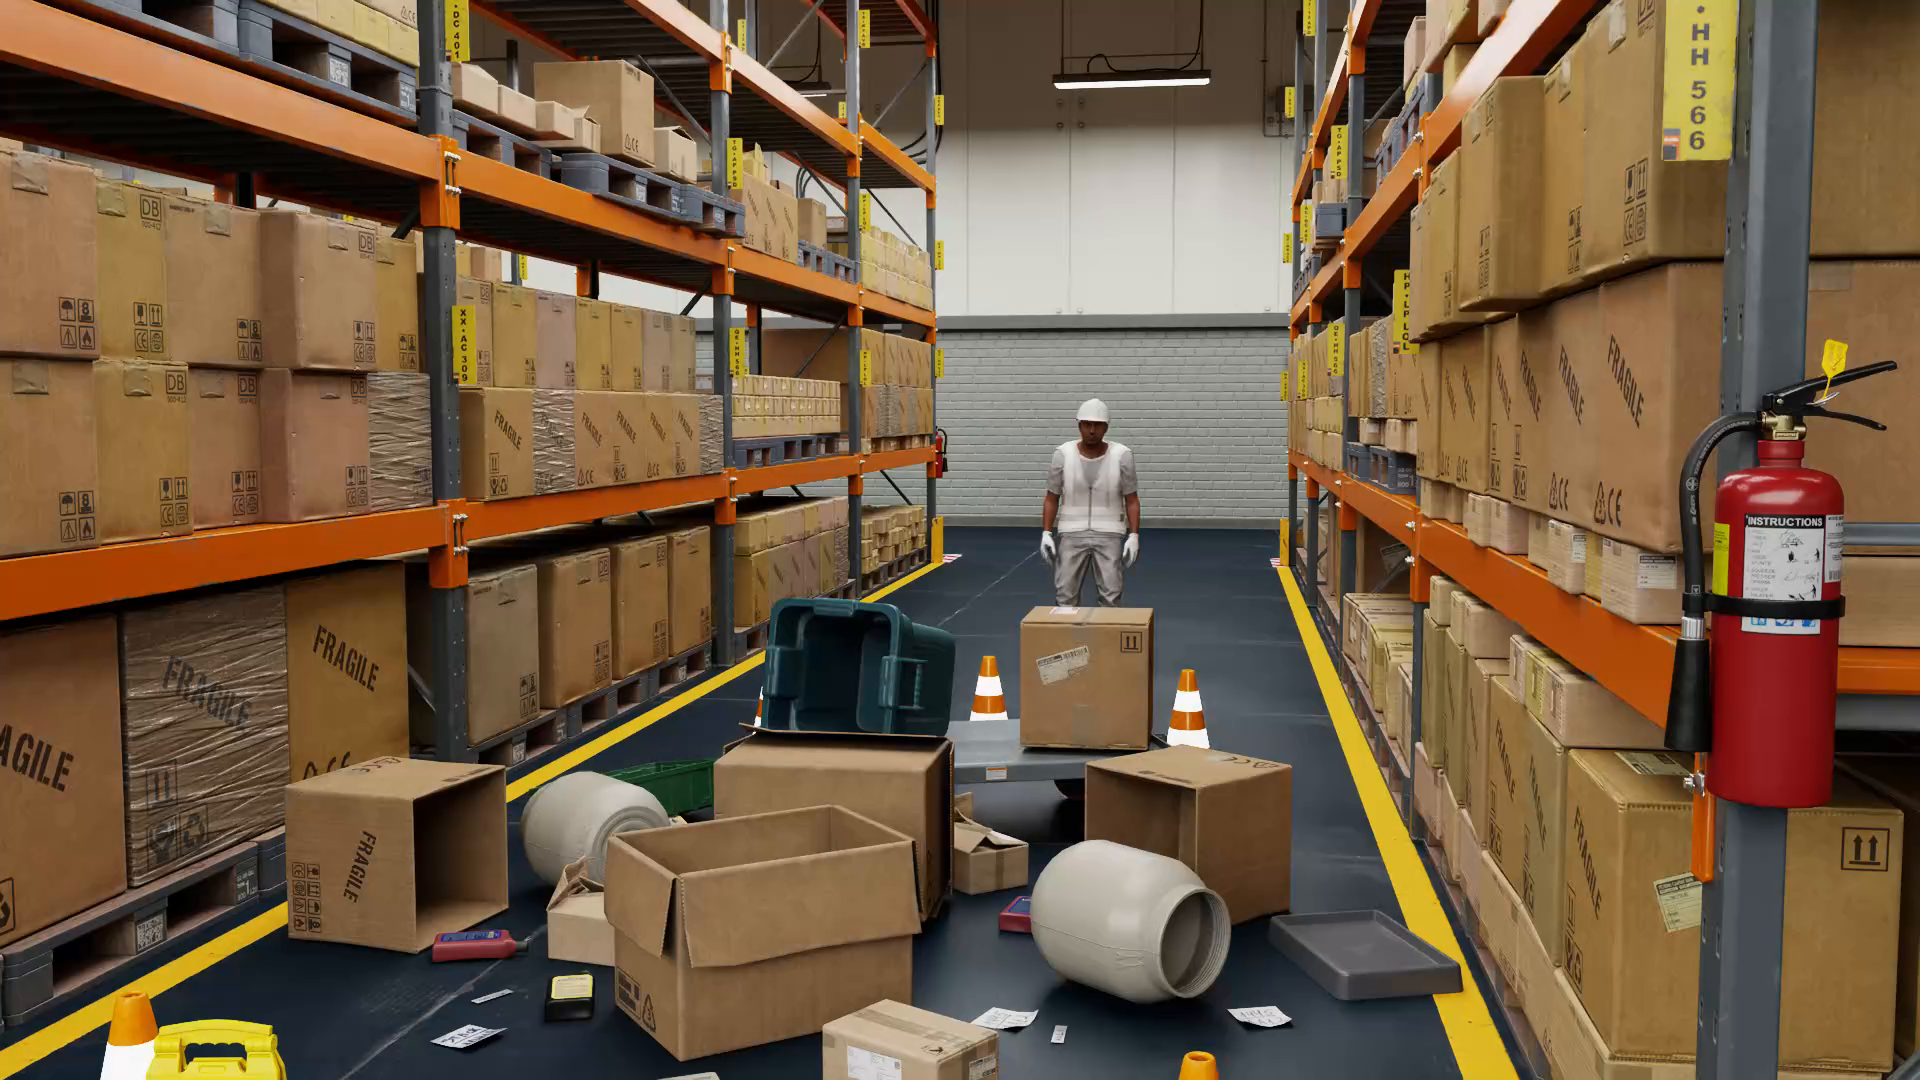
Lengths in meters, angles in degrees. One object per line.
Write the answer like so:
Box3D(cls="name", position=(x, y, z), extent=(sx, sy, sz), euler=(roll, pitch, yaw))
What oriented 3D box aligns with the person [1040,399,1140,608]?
Box3D(cls="person", position=(0.816, 0.007, 10.419), extent=(0.619, 1.775, 0.446), euler=(1, 4, 9))
